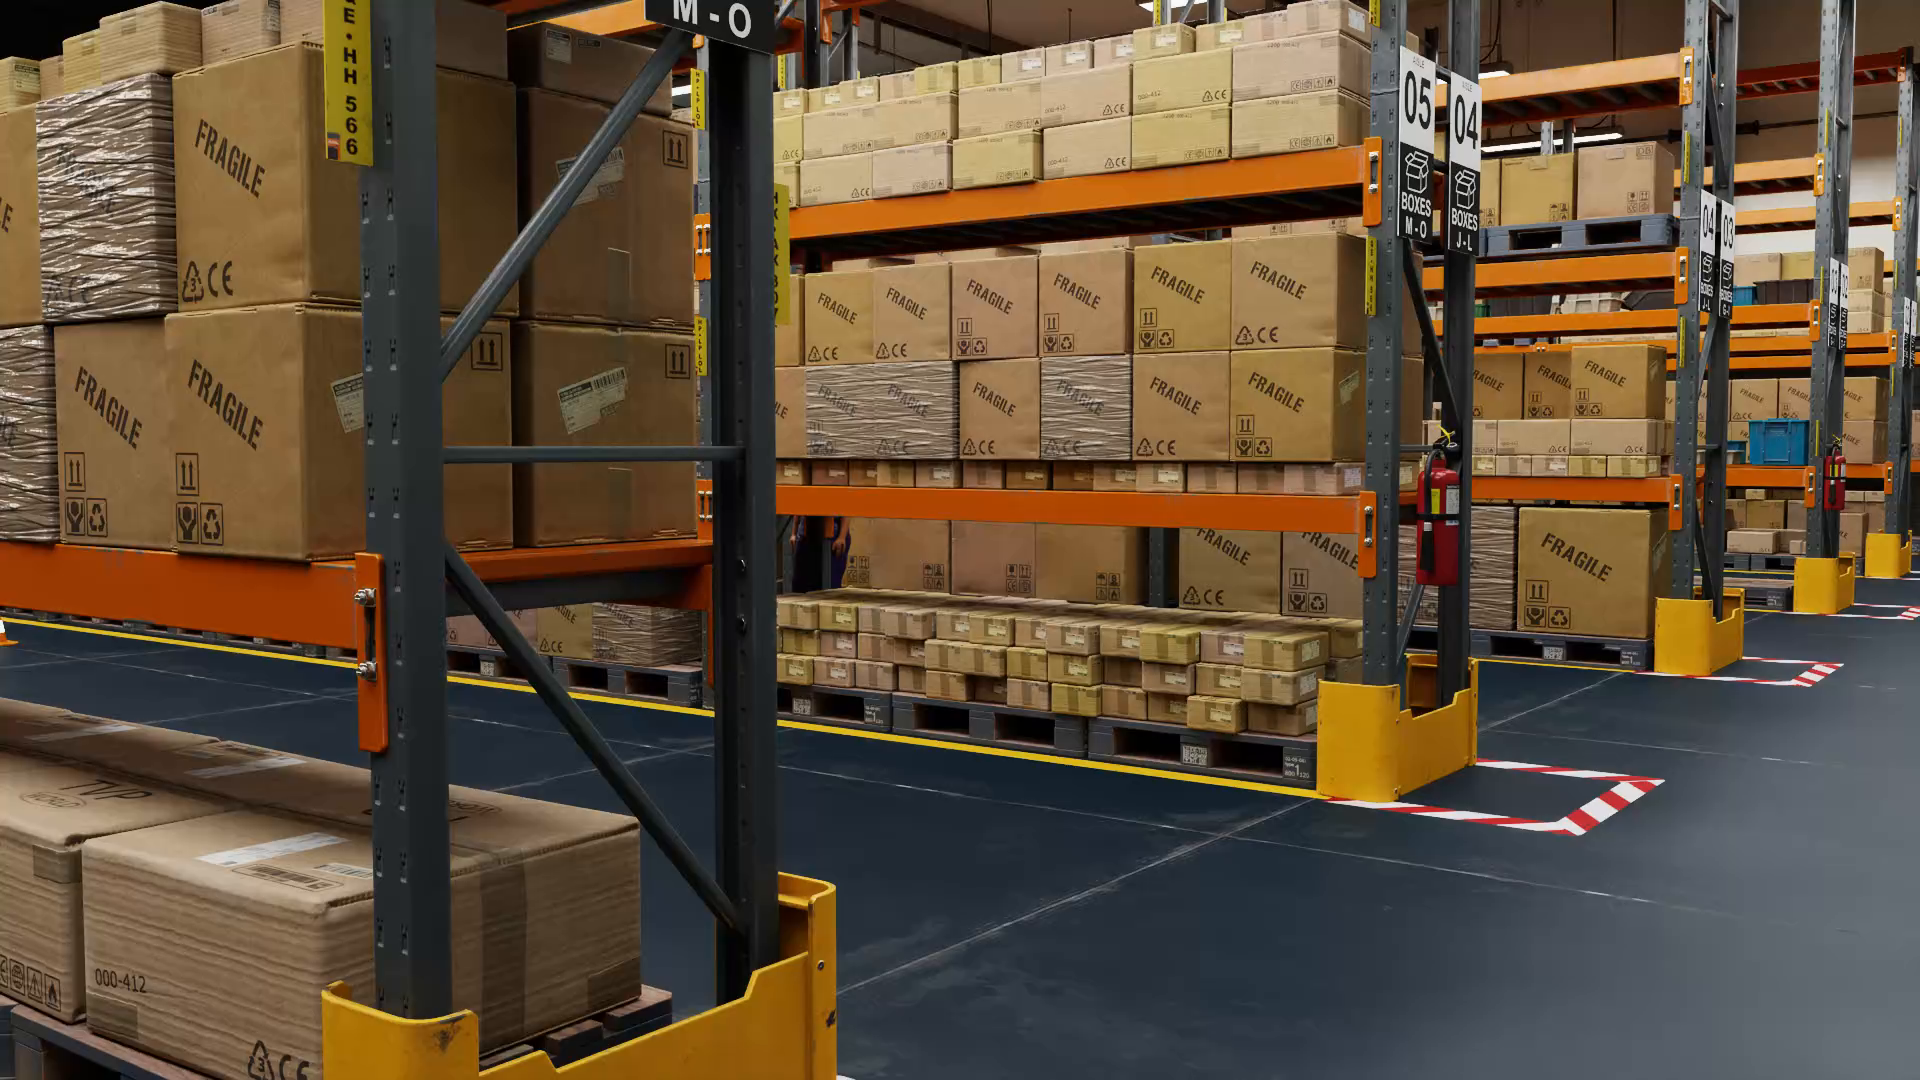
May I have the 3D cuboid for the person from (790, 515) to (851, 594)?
[{"bbox_3d":[-1.038,-0.006,12.327,0.537,1.652,0.372,2,4,36],"label":"person"}]
